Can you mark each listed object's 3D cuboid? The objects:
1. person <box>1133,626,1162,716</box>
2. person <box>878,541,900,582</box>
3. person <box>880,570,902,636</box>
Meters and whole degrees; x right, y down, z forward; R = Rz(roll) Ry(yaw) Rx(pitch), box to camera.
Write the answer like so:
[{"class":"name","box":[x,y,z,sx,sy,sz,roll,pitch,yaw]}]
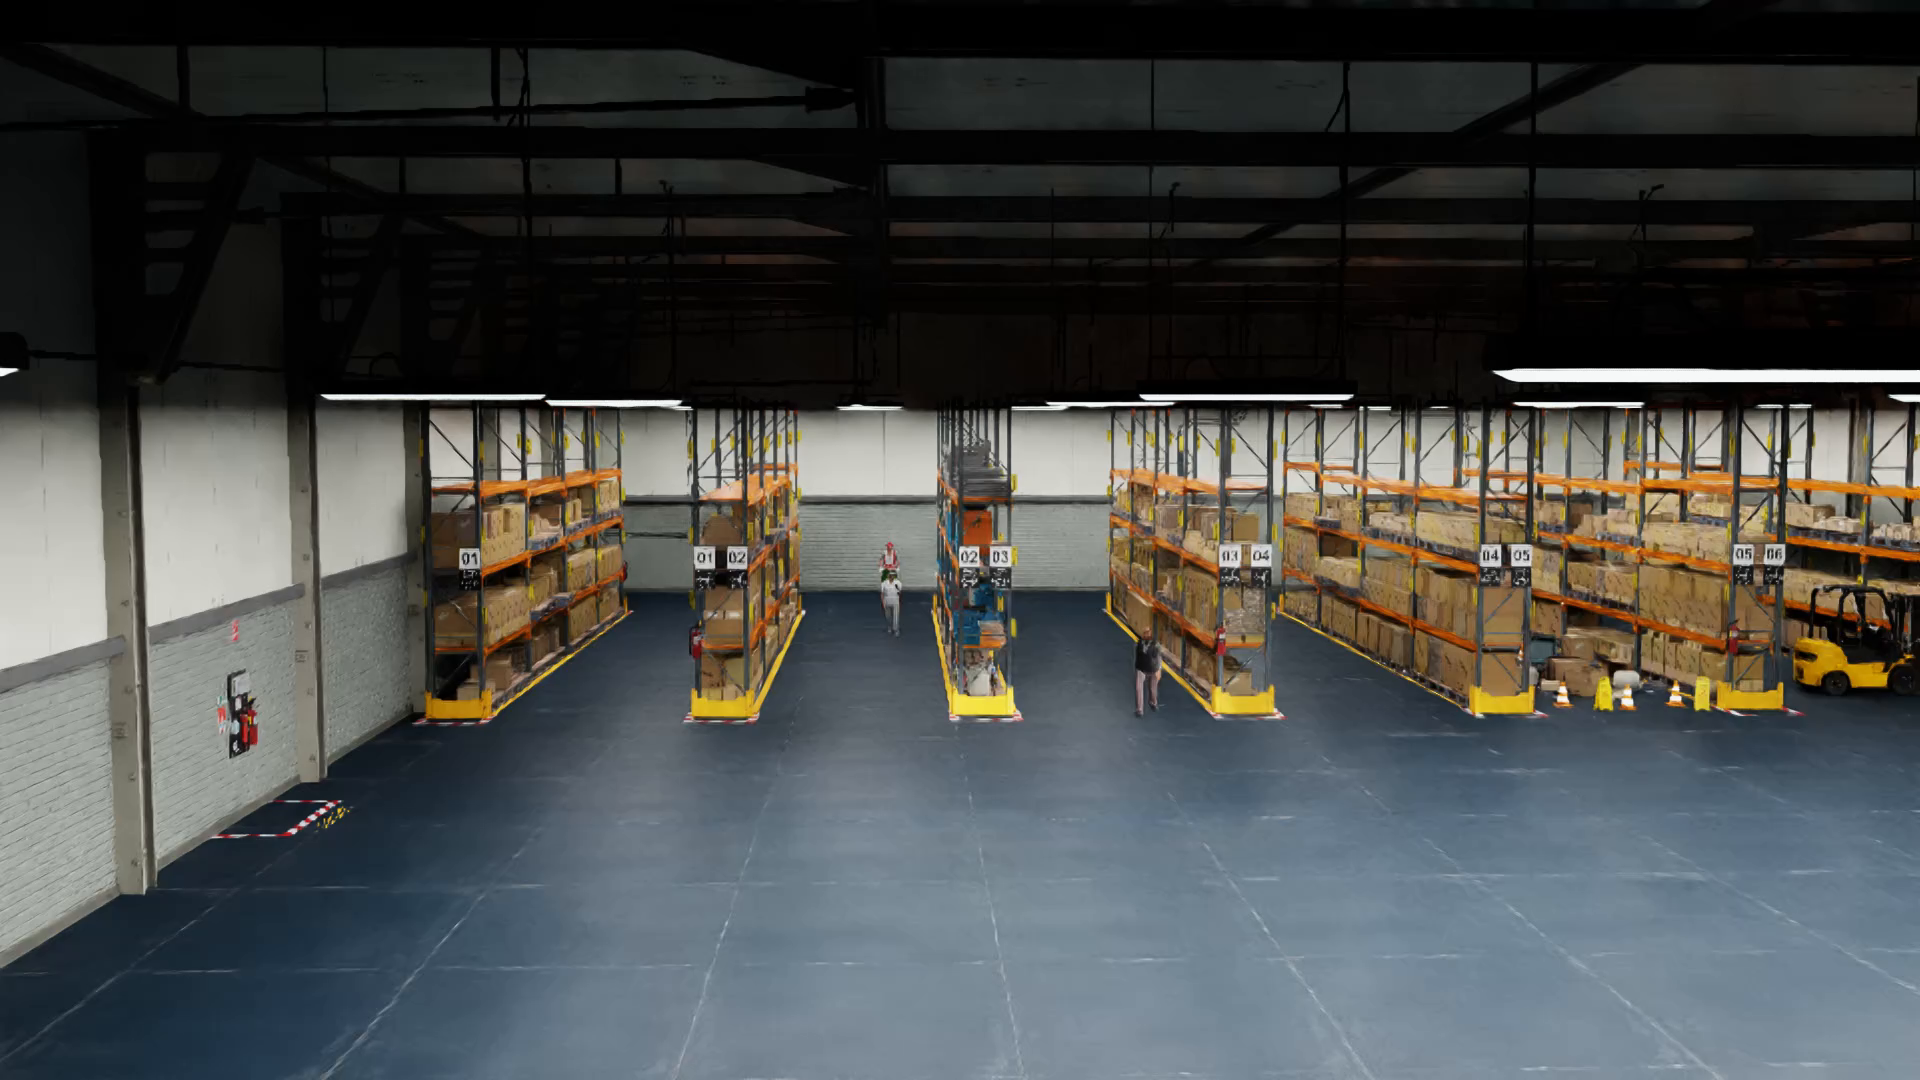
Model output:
[{"class":"person","box":[3.549,2.460,31.406,0.558,1.683,0.925,1,5,14]},{"class":"person","box":[-2.179,0.904,51.275,0.677,1.741,0.552,0,4,-4]},{"class":"person","box":[-1.766,1.585,42.547,0.542,1.672,1.124,0,4,0]}]
